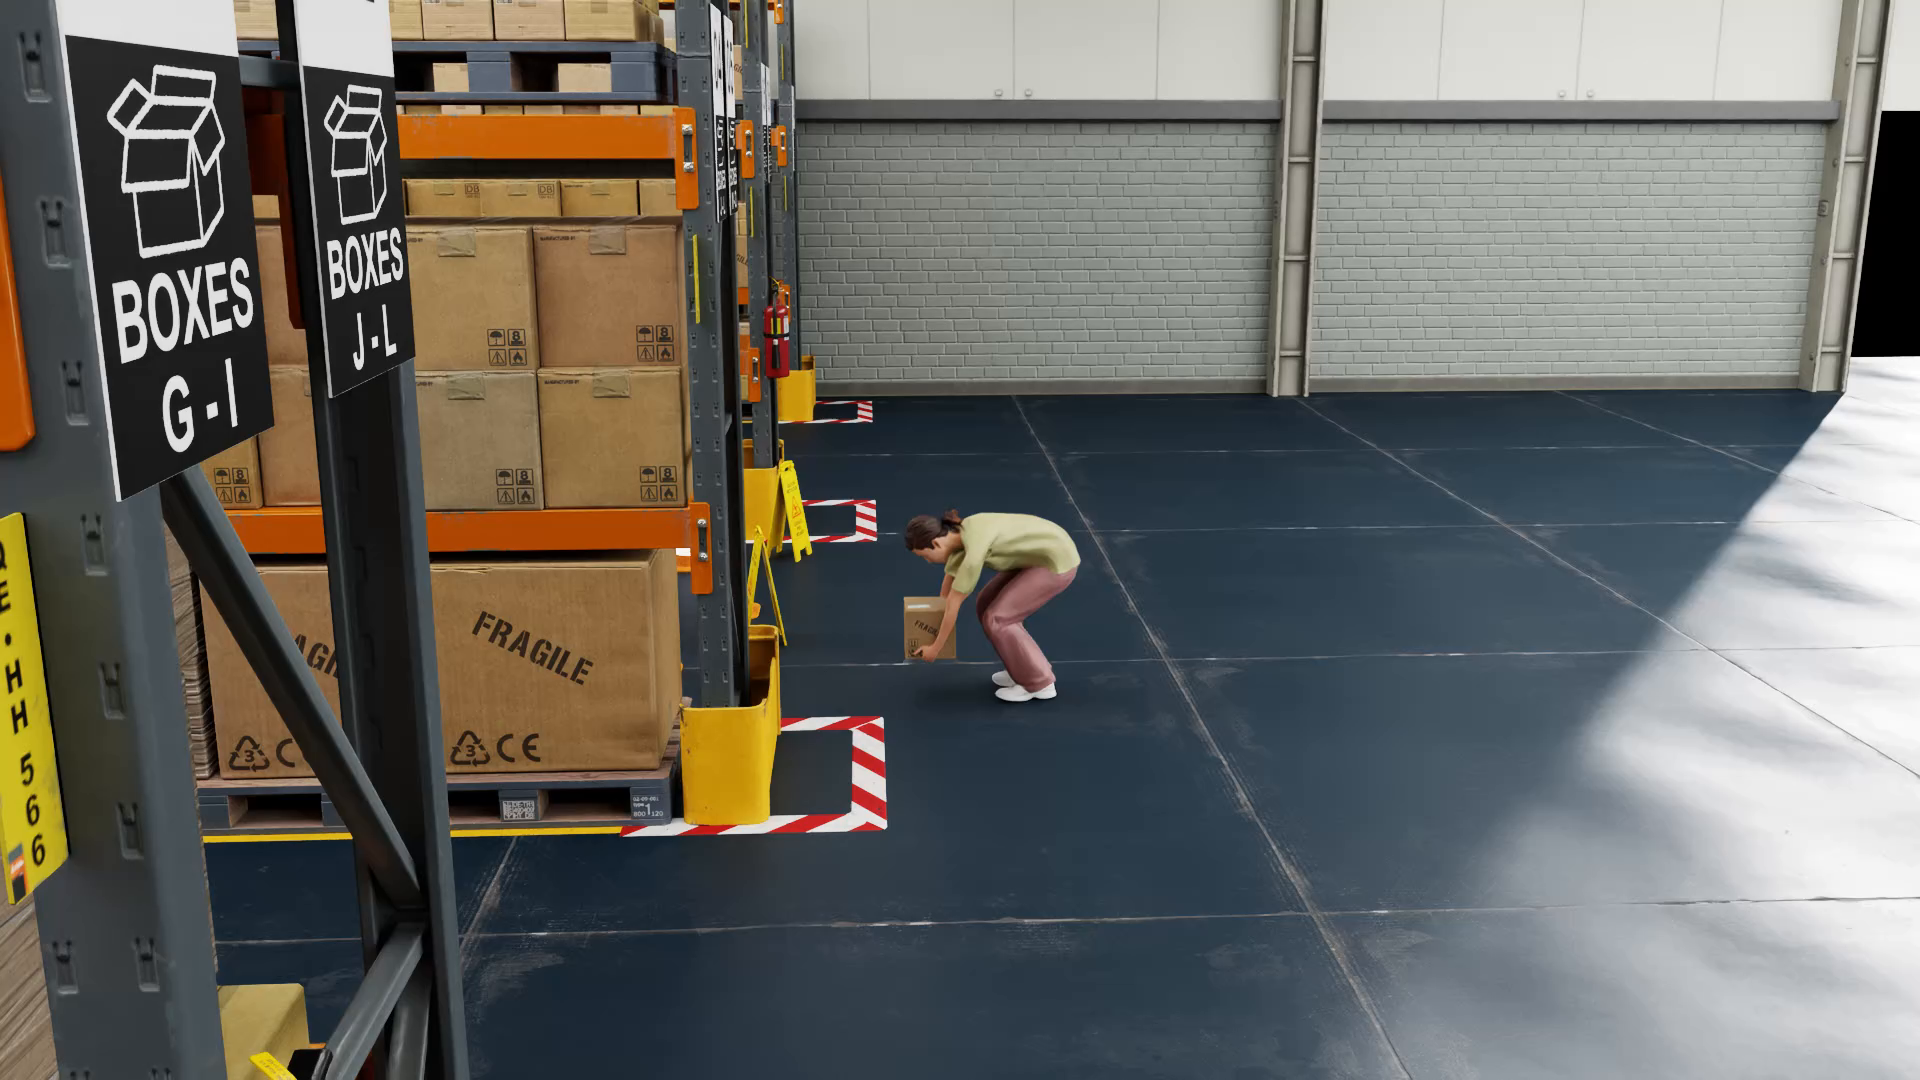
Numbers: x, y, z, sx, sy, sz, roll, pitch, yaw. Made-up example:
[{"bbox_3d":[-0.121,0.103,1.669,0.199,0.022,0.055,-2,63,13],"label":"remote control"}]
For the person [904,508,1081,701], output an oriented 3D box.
[{"bbox_3d":[0.158,0.301,8.262,0.867,0.965,0.475,-1,14,-6],"label":"person"}]
